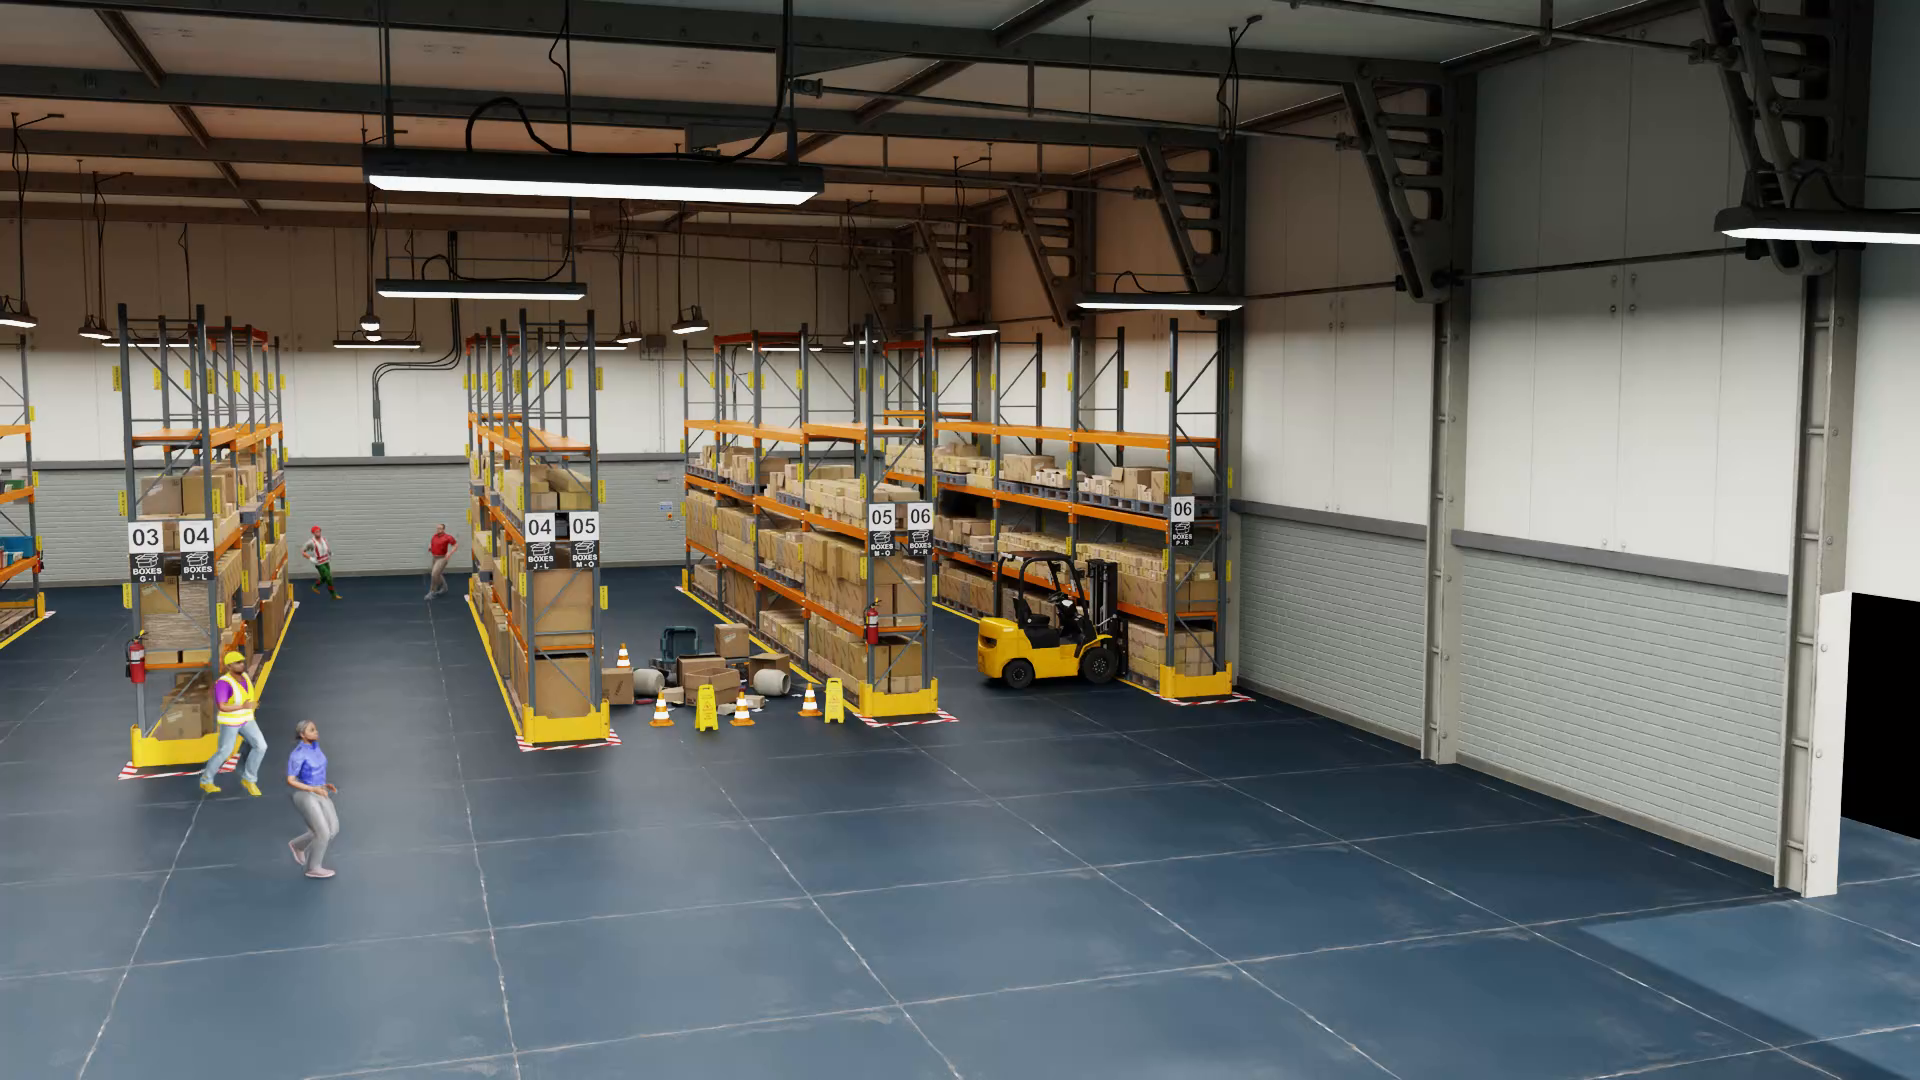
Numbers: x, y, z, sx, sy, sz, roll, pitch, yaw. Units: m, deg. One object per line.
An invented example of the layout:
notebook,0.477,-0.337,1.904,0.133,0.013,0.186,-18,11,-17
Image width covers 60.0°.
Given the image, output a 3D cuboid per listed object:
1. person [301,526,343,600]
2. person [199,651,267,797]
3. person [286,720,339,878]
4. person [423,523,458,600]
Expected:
person,-14.707,0.532,38.100,0.875,1.735,0.680,2,6,21
person,-8.748,2.226,20.084,0.888,1.798,0.712,2,6,18
person,-6.573,2.611,16.804,0.584,1.603,0.573,1,5,7
person,-12.083,0.494,38.573,0.722,1.752,0.763,3,6,33
